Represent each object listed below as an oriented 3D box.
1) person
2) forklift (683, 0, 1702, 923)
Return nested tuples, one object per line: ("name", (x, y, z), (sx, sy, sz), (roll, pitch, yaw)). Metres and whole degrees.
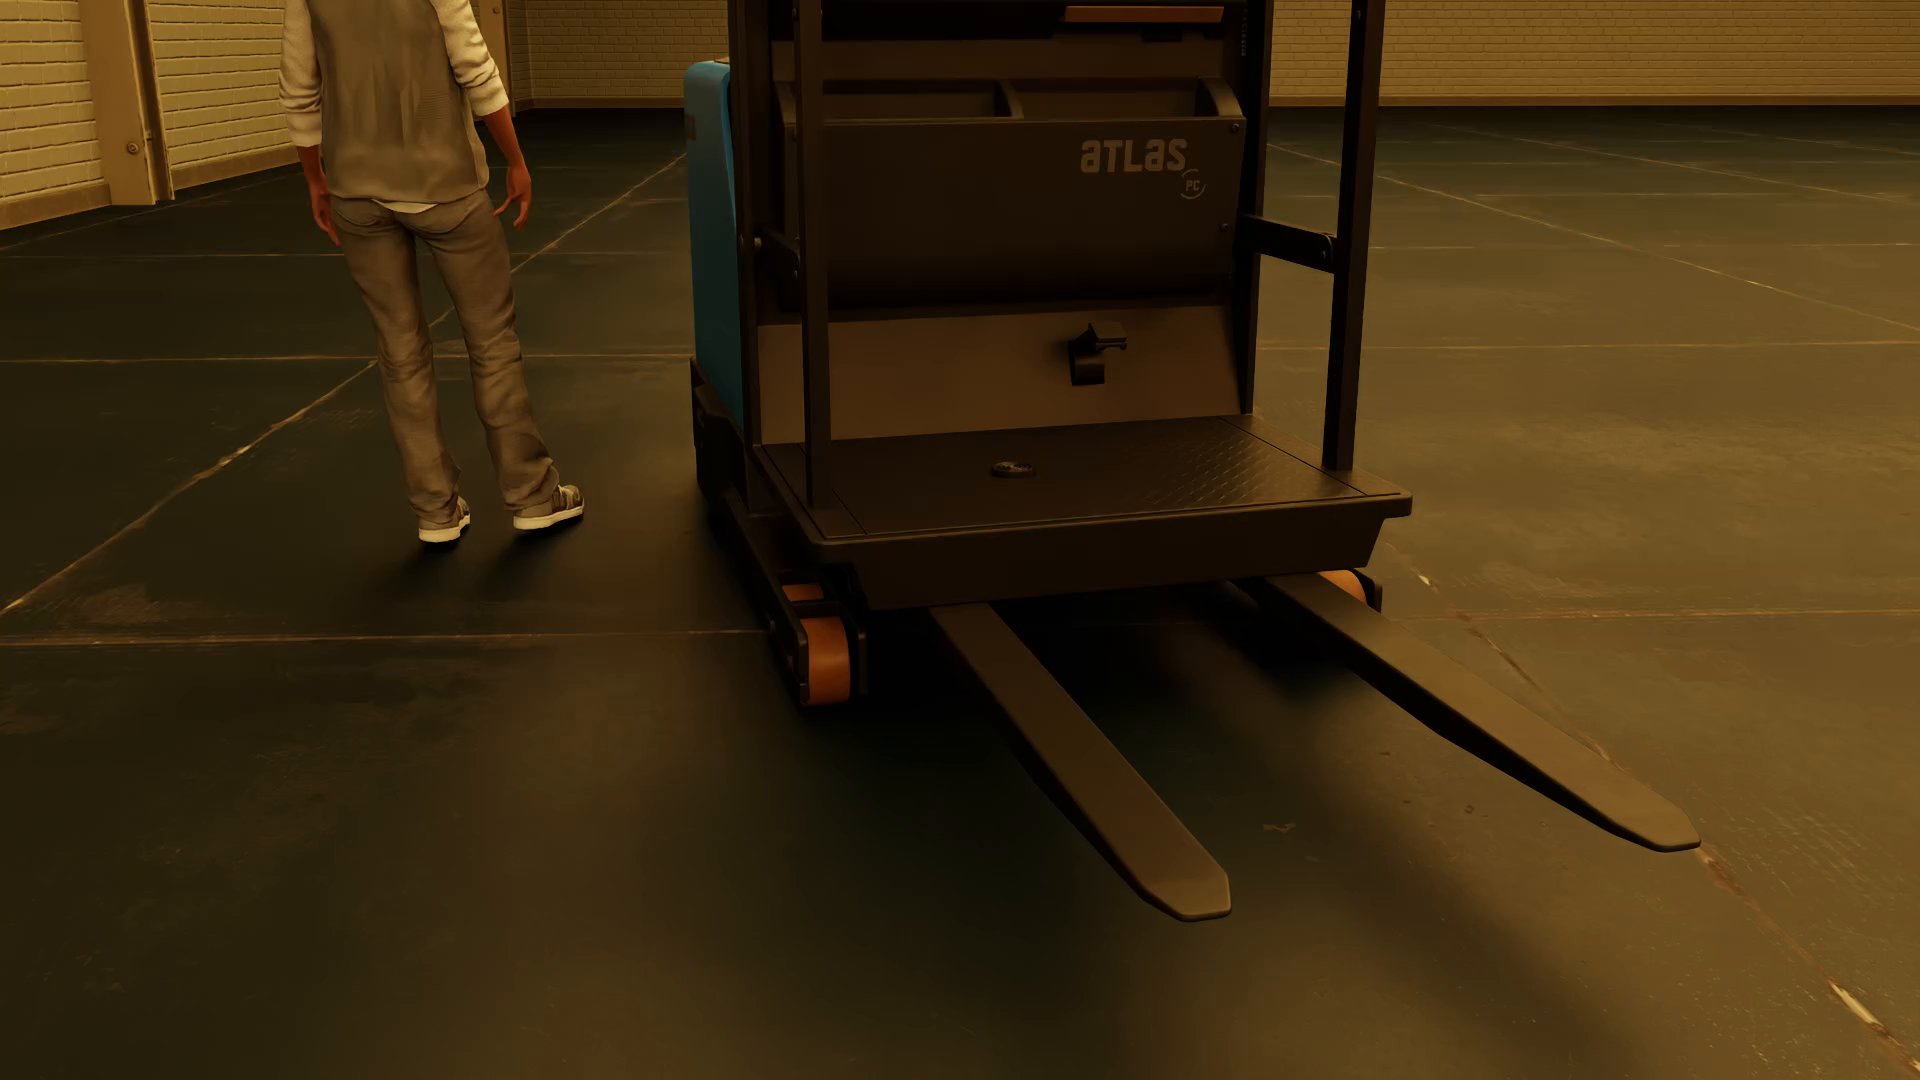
("person", (-1.191, -0.780, 3.712), (0.520, 1.597, 0.475), (1, 17, 2))
("forklift", (0.162, -1.229, 2.926), (1.130, 2.935, 3.031), (-5, 18, -15))
